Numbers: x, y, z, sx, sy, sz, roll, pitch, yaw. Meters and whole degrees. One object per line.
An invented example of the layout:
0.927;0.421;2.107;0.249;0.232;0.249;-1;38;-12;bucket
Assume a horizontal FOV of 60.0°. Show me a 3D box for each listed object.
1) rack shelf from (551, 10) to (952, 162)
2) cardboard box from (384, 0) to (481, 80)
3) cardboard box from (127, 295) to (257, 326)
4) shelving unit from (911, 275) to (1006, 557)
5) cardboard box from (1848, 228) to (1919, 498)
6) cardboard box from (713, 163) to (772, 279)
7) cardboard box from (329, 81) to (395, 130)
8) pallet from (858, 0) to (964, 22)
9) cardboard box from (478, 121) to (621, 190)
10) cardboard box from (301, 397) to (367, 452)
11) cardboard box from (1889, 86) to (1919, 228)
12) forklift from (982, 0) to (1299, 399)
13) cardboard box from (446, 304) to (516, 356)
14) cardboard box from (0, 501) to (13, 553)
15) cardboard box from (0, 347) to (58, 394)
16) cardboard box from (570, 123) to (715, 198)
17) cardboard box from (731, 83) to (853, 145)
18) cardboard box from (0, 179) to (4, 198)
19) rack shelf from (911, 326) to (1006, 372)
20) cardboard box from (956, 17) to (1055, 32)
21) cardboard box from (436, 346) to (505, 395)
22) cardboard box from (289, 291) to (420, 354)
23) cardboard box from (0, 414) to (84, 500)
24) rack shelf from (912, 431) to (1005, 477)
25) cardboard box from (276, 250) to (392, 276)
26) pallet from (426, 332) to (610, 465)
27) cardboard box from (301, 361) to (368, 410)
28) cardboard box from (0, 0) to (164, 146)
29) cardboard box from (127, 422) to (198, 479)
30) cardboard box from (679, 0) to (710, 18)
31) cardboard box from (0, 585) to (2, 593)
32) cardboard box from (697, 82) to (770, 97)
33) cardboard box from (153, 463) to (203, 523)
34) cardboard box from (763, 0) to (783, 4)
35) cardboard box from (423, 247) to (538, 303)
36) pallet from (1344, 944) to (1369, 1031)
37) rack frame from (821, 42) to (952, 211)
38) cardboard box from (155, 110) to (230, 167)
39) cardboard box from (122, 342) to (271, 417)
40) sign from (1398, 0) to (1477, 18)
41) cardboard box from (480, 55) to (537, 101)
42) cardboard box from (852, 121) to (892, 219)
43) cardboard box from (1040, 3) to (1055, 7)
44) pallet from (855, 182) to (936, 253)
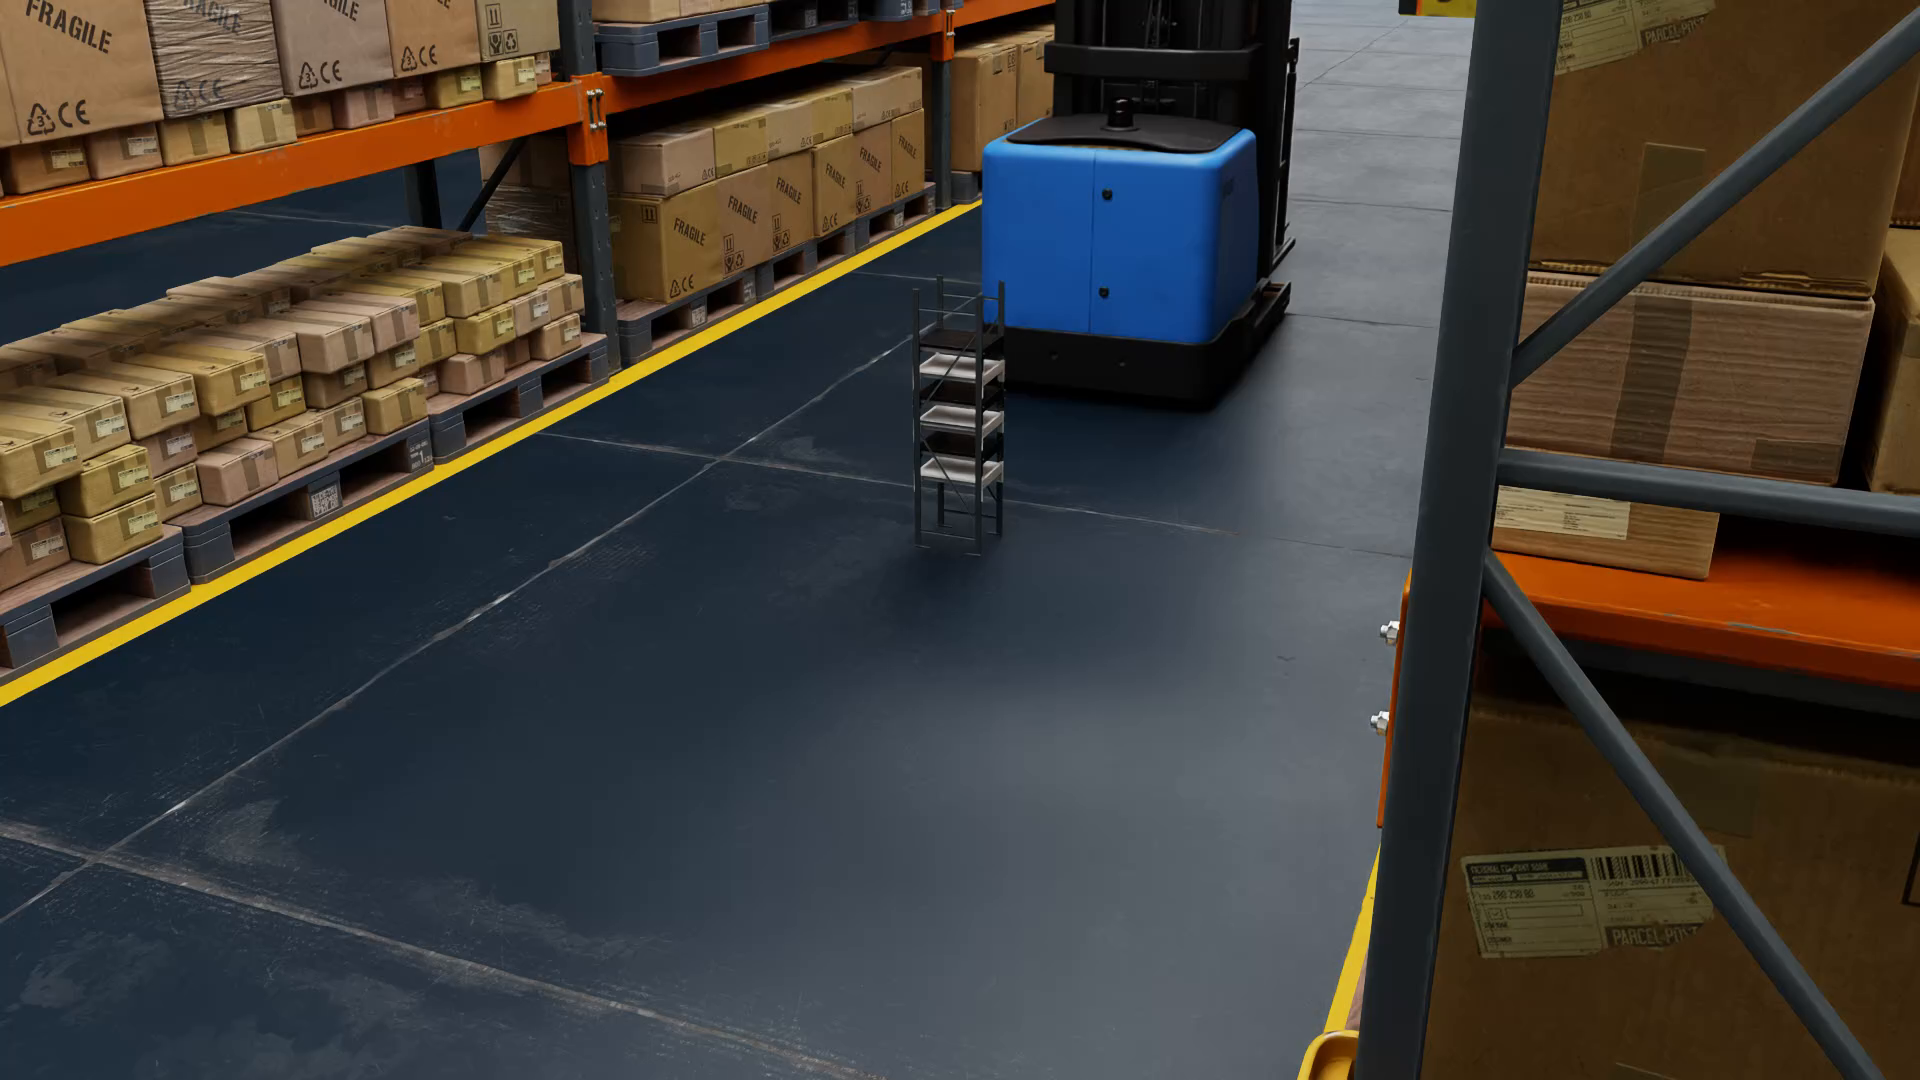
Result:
-1.286;-2.586;8.982;1.077;0.370;4.000;9;24;20;rack shelf
-2.141;-1.986;6.098;0.500;0.500;0.500;8;24;19;cardboard box
-2.826;-0.788;6.128;0.380;0.149;0.250;8;24;18;cardboard box
-0.003;-0.412;5.570;0.258;0.900;0.210;9;24;20;shelving unit
1.481;-0.226;2.207;0.500;0.250;0.500;8;24;19;cardboard box
-1.314;-1.659;8.527;0.500;0.500;0.500;10;25;22;cardboard box
-2.259;-1.565;5.932;0.380;0.149;0.250;8;24;18;cardboard box
-0.709;-3.275;9.947;1.213;0.211;1.003;9;24;20;pallet
-1.987;-1.891;8.111;0.500;0.250;0.500;8;24;19;cardboard box
-2.402;-0.437;6.059;0.380;0.149;0.250;9;24;21;cardboard box
1.667;-0.751;2.491;0.500;0.500;0.500;8;24;19;cardboard box
1.057;-2.481;7.886;1.130;2.935;3.031;8;24;18;forklift
-2.023;-0.862;6.691;0.380;0.149;0.250;8;24;18;cardboard box
-2.928;-0.027;4.691;0.380;0.149;0.250;9;24;20;cardboard box
-3.226;-0.530;5.508;0.380;0.149;0.250;10;25;22;cardboard box
-1.510;-1.815;7.929;0.500;0.250;0.500;8;24;18;cardboard box
-0.935;-2.376;9.271;0.500;0.250;0.500;9;24;21;cardboard box
-2.916;-1.022;4.631;0.380;0.149;0.250;10;25;23;cardboard box
-0.003;-0.631;5.478;0.258;0.077;0.200;9;24;20;rack shelf
0.433;-3.641;12.949;1.050;0.750;0.750;9;24;20;cardboard box
-2.071;-0.707;6.704;0.380;0.149;0.250;8;24;18;cardboard box
-2.247;-0.811;6.183;0.380;0.149;0.250;8;24;17;cardboard box
-2.802;-0.250;4.839;0.380;0.149;0.250;9;24;20;cardboard box
-0.003;-0.299;5.617;0.258;0.077;0.200;9;24;20;rack shelf
-2.555;-1.074;6.811;0.380;0.149;0.250;8;24;19;cardboard box
-2.246;-0.670;7.080;1.003;0.211;1.213;9;24;20;pallet
-2.402;-0.600;6.062;0.380;0.149;0.250;8;24;18;cardboard box
-2.723;-1.444;4.799;0.500;0.500;0.500;9;24;21;cardboard box
-2.713;-0.312;5.373;0.380;0.149;0.250;8;24;18;cardboard box
-1.358;-2.455;7.517;0.380;0.149;0.250;9;24;21;cardboard box
-3.002;0.104;4.763;0.380;0.149;0.250;9;24;20;cardboard box
-1.409;-2.451;9.452;0.500;0.250;0.500;9;24;20;cardboard box
-2.713;-0.167;5.411;0.380;0.149;0.250;9;24;20;cardboard box
-1.074;-2.725;8.163;0.380;0.149;0.250;8;24;18;cardboard box
-1.978;-1.093;6.858;0.380;0.149;0.250;9;24;21;cardboard box
1.277;0.965;3.166;1.003;0.211;1.213;9;24;20;pallet
-0.544;-3.634;10.557;1.000;3.000;0.127;9;24;20;rack frame
-2.558;-1.289;5.271;0.380;0.149;0.250;10;25;22;cardboard box
-2.535;-0.536;5.524;0.380;0.149;0.250;9;24;21;cardboard box
0.554;-0.751;1.846;0.100;0.325;0.005;9;24;20;sign
-1.913;-1.843;6.596;0.380;0.149;0.250;8;24;19;cardboard box
-0.742;-2.216;9.861;0.500;0.500;0.500;10;25;22;cardboard box
1.241;-4.493;14.827;0.875;0.875;0.875;9;24;21;cardboard box
-0.835;-2.067;10.426;1.003;0.211;1.213;9;24;20;pallet
